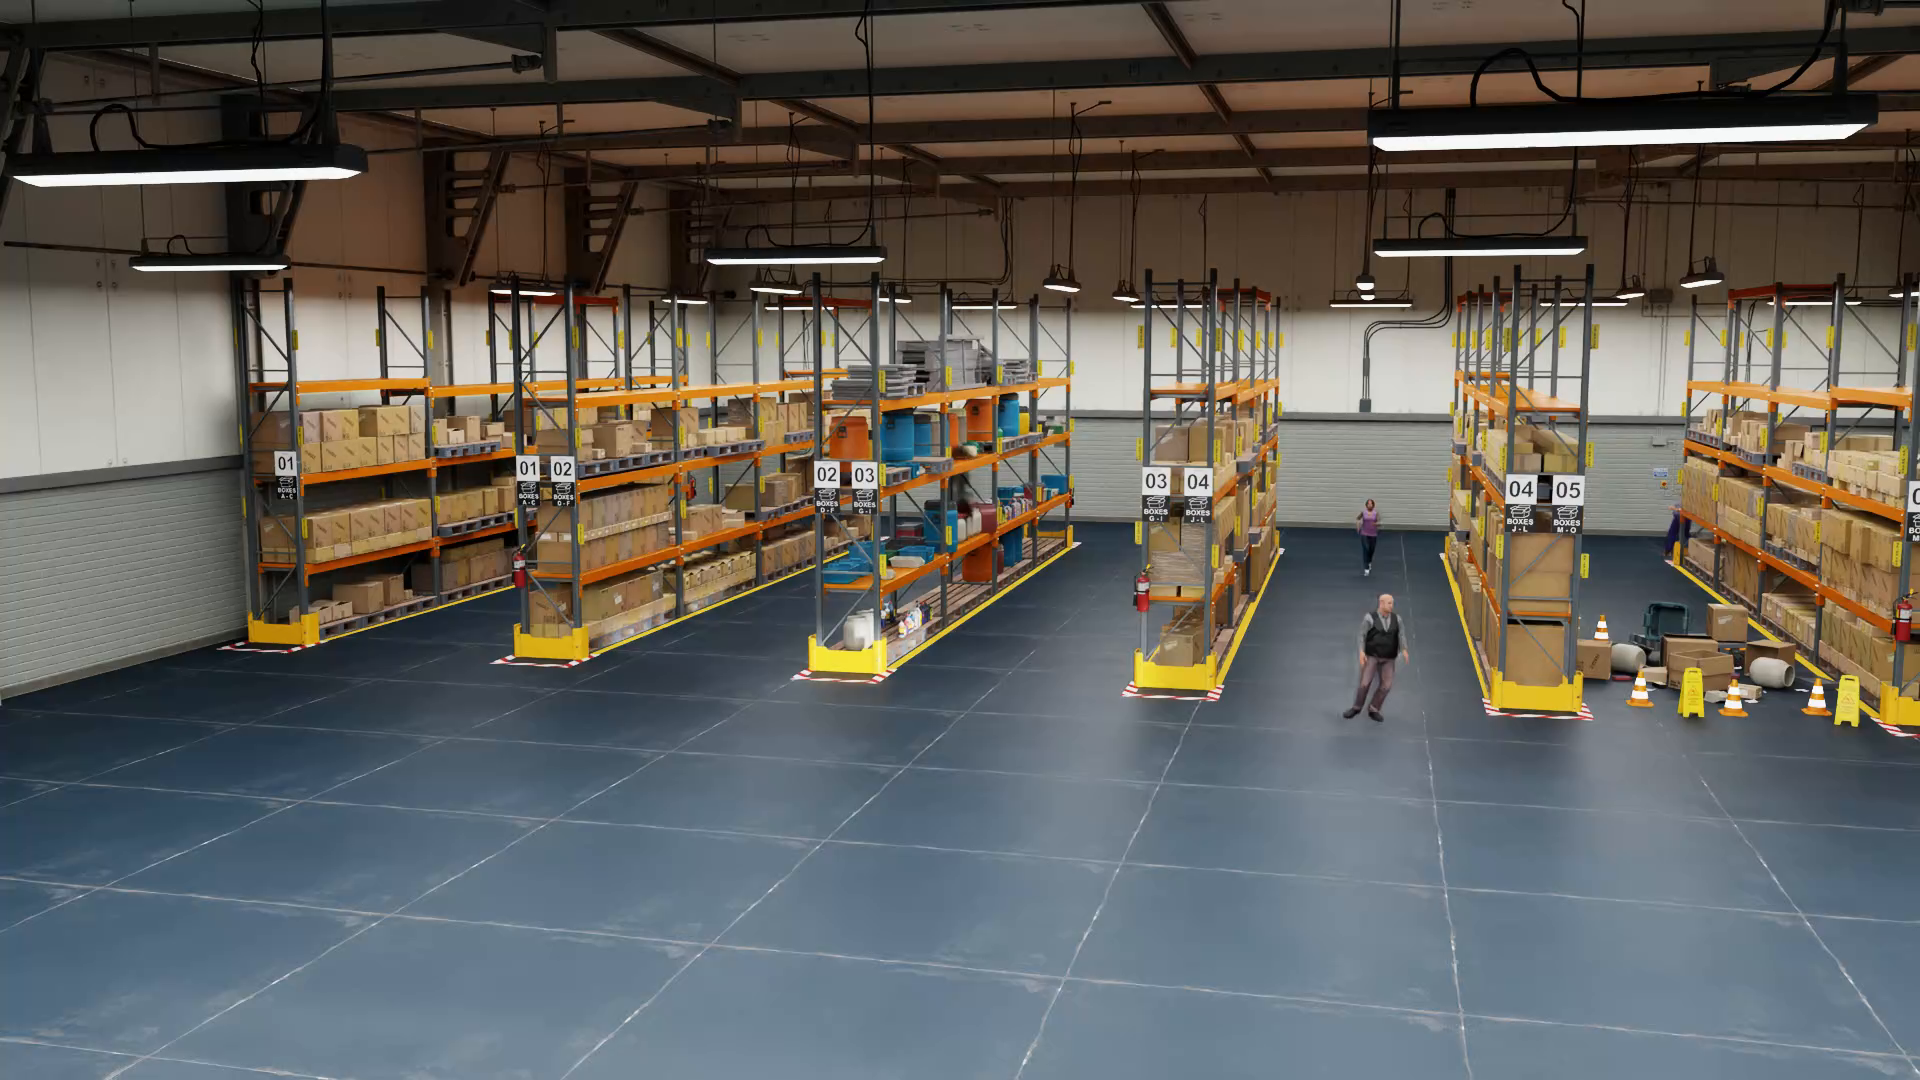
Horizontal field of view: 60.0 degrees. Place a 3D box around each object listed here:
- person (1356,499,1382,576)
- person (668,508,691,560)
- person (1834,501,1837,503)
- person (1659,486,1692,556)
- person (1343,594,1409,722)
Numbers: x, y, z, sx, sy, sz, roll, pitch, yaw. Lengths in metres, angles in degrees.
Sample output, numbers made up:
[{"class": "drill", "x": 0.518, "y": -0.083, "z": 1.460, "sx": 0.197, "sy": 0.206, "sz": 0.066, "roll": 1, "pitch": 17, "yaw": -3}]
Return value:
[{"class": "person", "x": 8.768, "y": -0.085, "z": 35.648, "sx": 0.518, "sy": 1.604, "sz": 0.862, "roll": 1, "pitch": 7, "yaw": 5}, {"class": "person", "x": -5.919, "y": 0.048, "z": 35.114, "sx": 0.604, "sy": 1.513, "sz": 0.827, "roll": 0, "pitch": 7, "yaw": -3}, {"class": "person", "x": 17.797, "y": 0.089, "z": 33.878, "sx": 0.650, "sy": 1.747, "sz": 0.977, "roll": 0, "pitch": 7, "yaw": 0}, {"class": "person", "x": 16.672, "y": -0.431, "z": 38.391, "sx": 0.911, "sy": 1.664, "sz": 0.604, "roll": 1, "pitch": 7, "yaw": 6}, {"class": "person", "x": 5.475, "y": 1.562, "z": 21.829, "sx": 0.786, "sy": 1.714, "sz": 0.601, "roll": -1, "pitch": 7, "yaw": -10}]
